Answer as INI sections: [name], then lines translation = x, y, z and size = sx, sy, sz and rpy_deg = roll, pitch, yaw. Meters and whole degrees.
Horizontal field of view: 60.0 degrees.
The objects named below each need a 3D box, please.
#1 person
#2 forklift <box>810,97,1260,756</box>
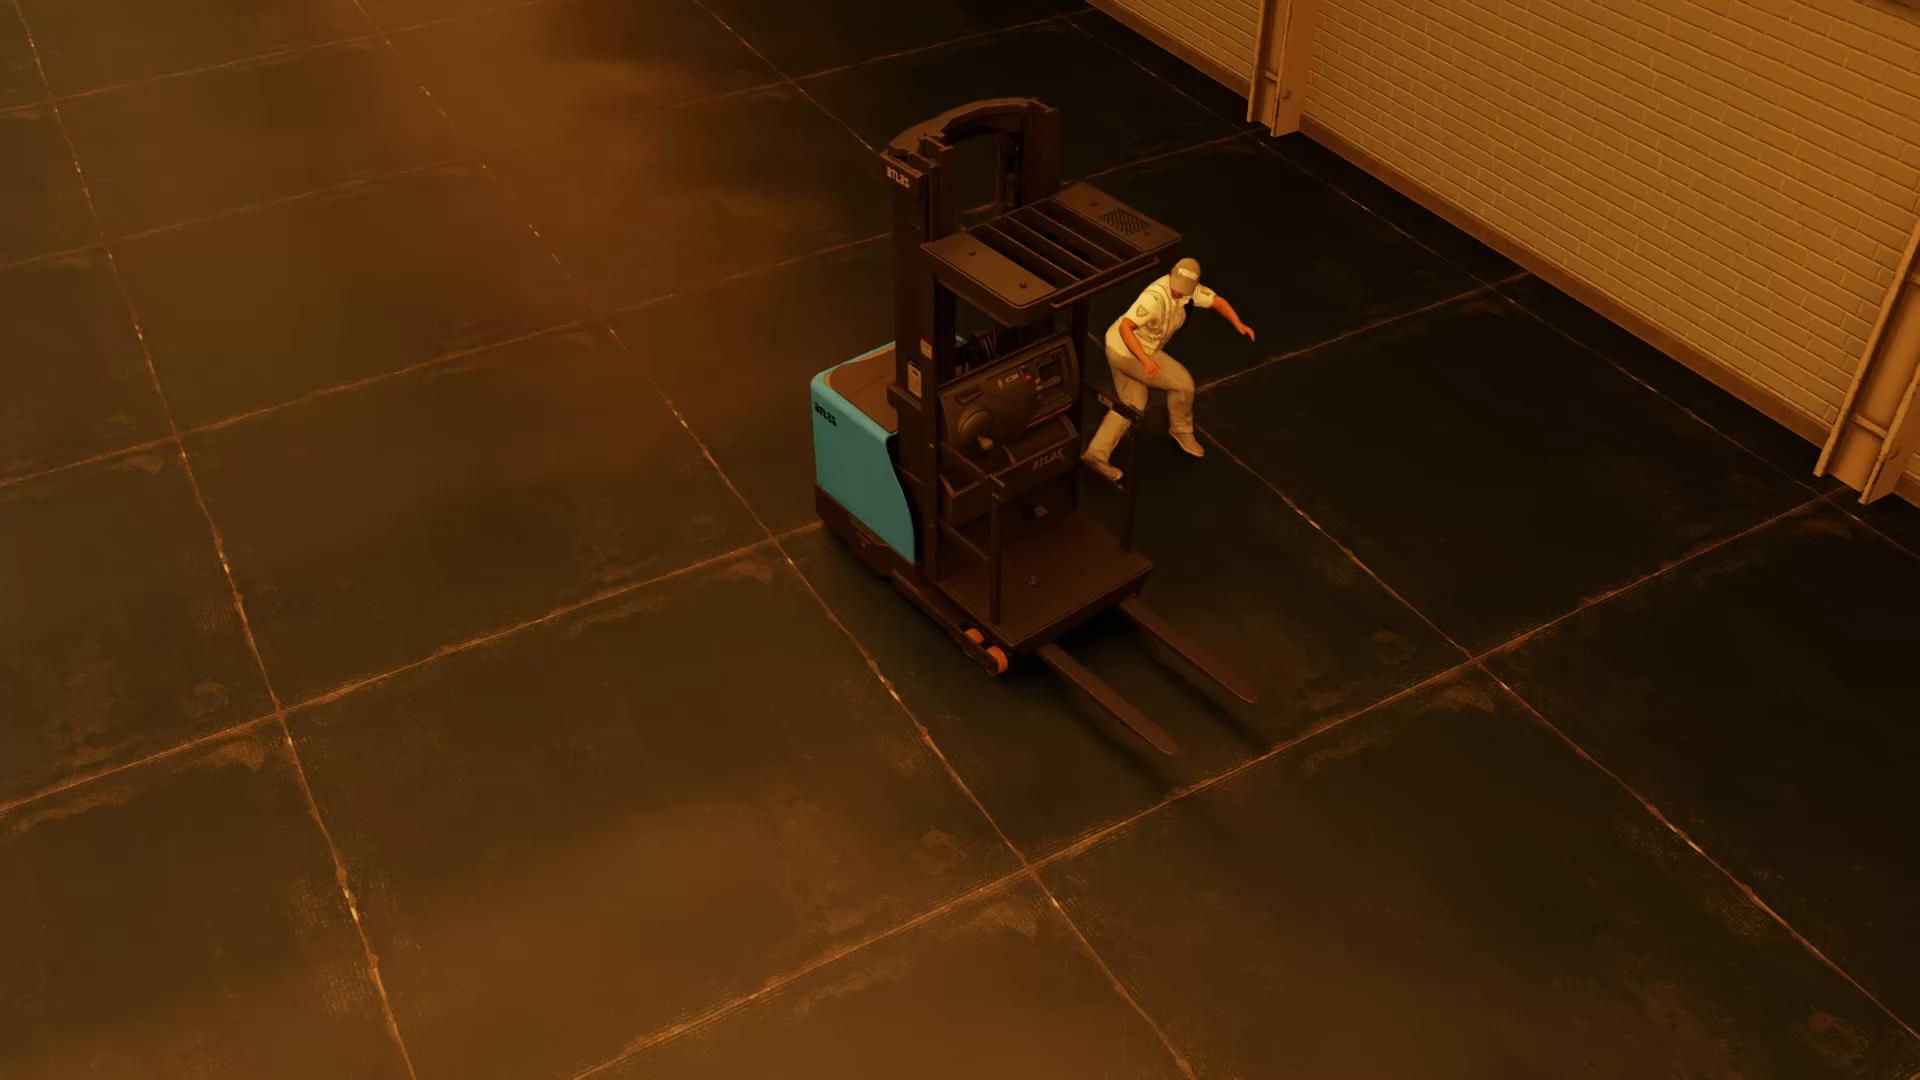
[person]
translation = 1.332, -1.088, 10.530
size = 0.980, 1.442, 0.899
rpy_deg = 9, 41, 11
[forklift]
translation = 0.410, -0.724, 8.909
size = 1.130, 2.935, 3.031
rpy_deg = -27, 47, -29
